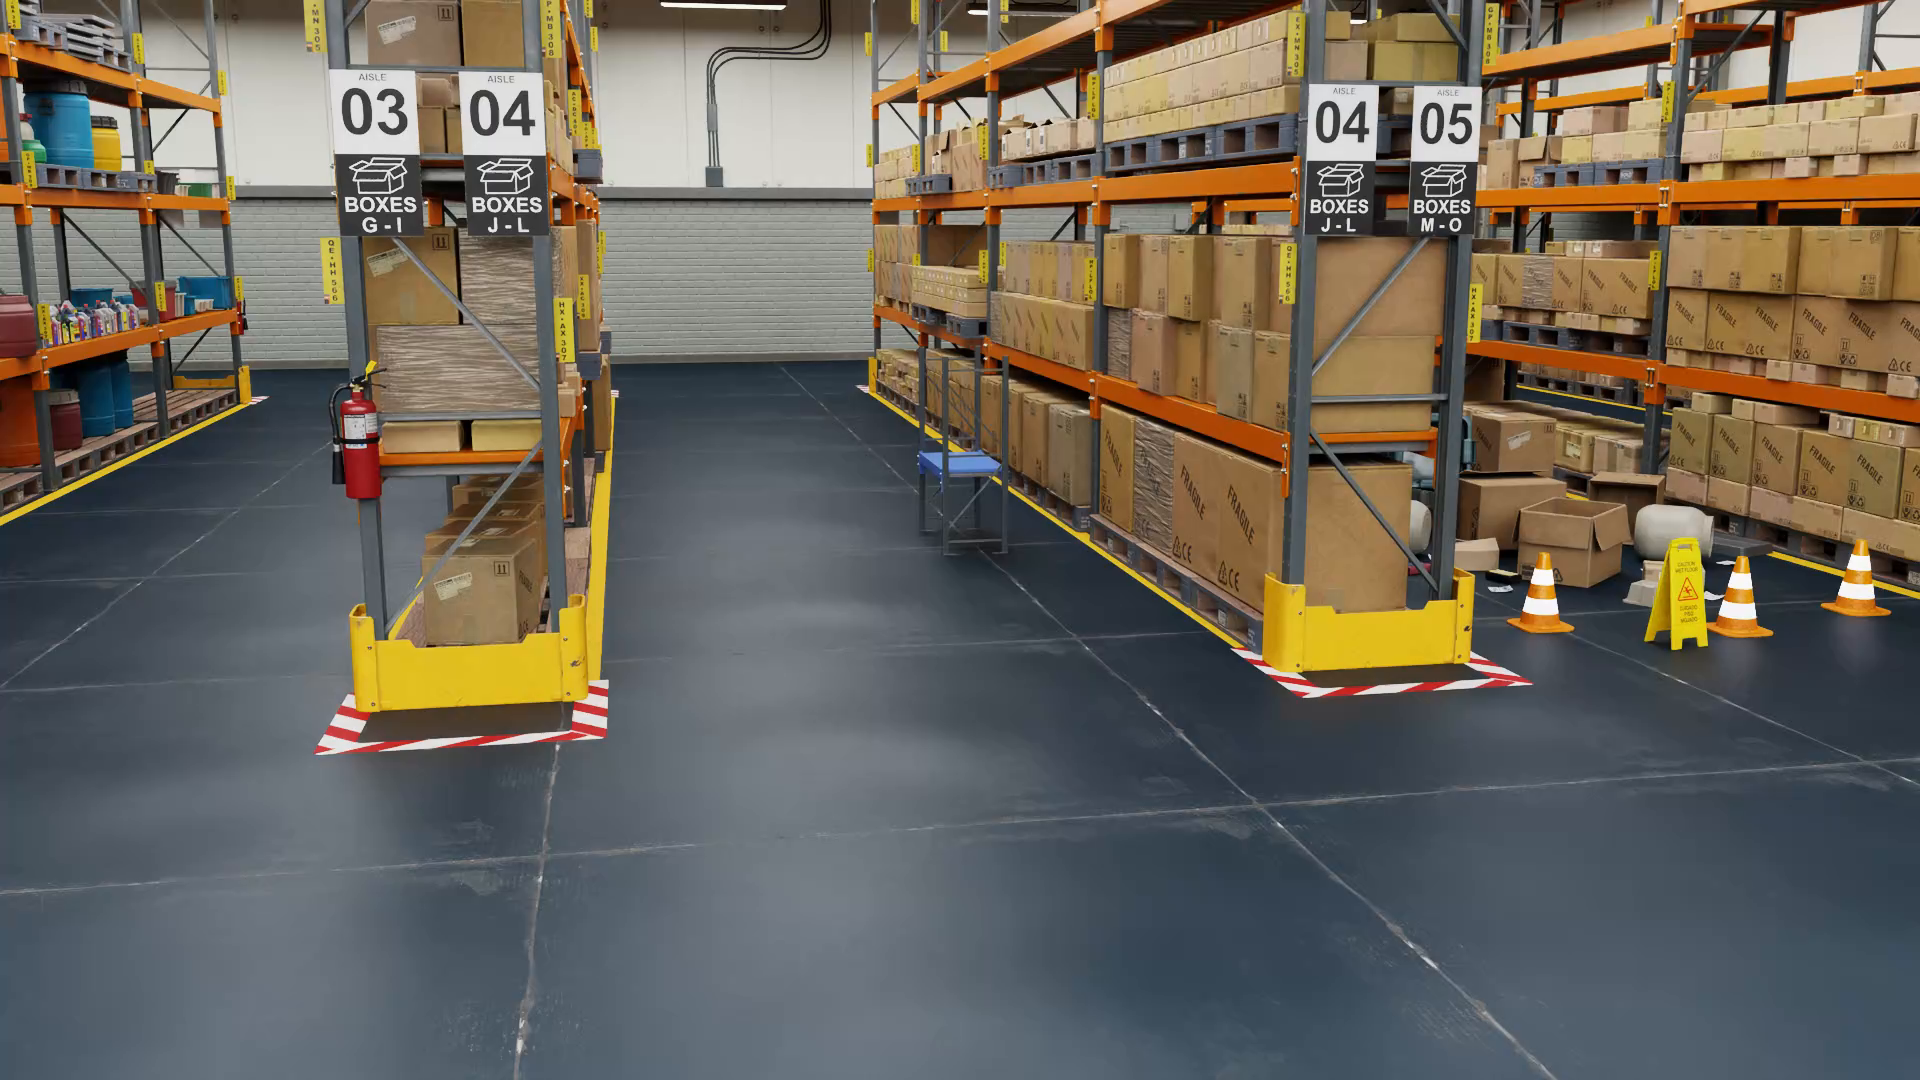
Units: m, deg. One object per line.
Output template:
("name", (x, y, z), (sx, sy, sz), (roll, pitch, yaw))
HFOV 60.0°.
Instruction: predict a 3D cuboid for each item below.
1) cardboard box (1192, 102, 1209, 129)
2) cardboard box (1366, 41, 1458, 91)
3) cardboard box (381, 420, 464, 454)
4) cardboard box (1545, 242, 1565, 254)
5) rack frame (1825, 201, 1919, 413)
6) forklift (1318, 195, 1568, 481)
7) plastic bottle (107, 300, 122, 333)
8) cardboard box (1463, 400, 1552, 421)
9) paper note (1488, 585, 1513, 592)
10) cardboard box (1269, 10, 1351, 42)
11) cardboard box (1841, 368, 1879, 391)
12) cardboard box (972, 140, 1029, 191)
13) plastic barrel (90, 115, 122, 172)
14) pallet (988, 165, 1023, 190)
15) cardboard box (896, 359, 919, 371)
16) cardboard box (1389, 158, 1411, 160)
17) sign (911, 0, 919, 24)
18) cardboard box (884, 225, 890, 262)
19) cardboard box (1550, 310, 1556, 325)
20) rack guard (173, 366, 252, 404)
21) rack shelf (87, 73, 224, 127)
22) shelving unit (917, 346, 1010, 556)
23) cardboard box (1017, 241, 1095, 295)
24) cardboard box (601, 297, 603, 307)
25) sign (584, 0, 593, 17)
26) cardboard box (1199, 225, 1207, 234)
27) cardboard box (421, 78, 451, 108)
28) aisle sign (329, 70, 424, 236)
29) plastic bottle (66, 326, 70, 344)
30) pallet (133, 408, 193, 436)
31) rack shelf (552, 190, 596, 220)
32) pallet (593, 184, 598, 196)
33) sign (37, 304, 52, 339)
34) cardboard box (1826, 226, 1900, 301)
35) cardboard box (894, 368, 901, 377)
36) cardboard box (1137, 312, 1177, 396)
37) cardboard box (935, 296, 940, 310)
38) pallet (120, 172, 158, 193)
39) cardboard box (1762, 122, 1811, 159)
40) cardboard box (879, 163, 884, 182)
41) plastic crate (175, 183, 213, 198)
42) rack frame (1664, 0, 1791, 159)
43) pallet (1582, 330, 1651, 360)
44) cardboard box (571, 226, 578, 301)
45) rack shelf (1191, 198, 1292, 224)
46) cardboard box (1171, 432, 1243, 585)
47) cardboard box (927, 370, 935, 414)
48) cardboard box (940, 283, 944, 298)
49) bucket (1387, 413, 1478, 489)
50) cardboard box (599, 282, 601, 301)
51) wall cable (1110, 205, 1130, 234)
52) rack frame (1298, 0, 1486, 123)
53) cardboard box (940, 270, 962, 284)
("cardboard box", (1.686, -2.674, 10.483), (0.380, 0.149, 0.250), (-2, 11, -11))
("cardboard box", (2.488, -2.686, 9.480), (0.500, 0.250, 0.500), (-2, 11, -11))
("cardboard box", (-2.813, -0.546, 8.717), (0.380, 0.149, 0.250), (-2, 11, -11))
("cardboard box", (9.038, -4.174, 24.704), (0.500, 0.500, 0.500), (-2, 11, -10))
("rack frame", (10.478, -2.634, 19.013), (1.000, 3.000, 0.127), (-2, 11, -11))
("forklift", (4.015, -1.877, 15.219), (3.031, 2.935, 1.130), (8, 13, 36))
("plastic bottle", (-9.212, -2.431, 18.079), (0.144, 0.351, 0.185), (-2, 11, -11))
("cardboard box", (5.710, -1.264, 17.721), (0.950, 0.372, 0.625), (-3, 11, -15))
("paper note", (3.698, 0.331, 11.382), (0.144, 0.017, 0.142), (2, 11, 9))
("cardboard box", (1.931, -2.834, 9.188), (0.380, 0.149, 0.250), (-2, 11, -10))
("cardboard box", (6.566, -1.155, 11.914), (0.380, 0.149, 0.250), (-2, 11, -12))
("cardboard box", (0.414, -3.872, 17.230), (0.500, 0.500, 0.500), (-2, 11, -11))
("plastic barrel", (-9.371, -4.258, 17.897), (0.600, 0.588, 0.600), (0, 11, 0))
("pallet", (0.951, -3.519, 16.144), (1.213, 0.211, 1.003), (-2, 11, -8))
("cardboard box", (-0.654, -2.378, 22.580), (0.380, 0.149, 0.250), (-3, 11, -13))
("cardboard box", (5.231, -4.356, 18.649), (0.700, 0.500, 0.500), (-3, 11, -14))
("sign", (-0.540, -6.416, 20.130), (0.100, 0.325, 0.005), (-2, 11, -11))
("cardboard box", (-0.772, -4.127, 23.122), (0.500, 0.500, 0.500), (-2, 11, -12))
("cardboard box", (5.882, -2.126, 15.893), (0.380, 0.149, 0.250), (-3, 11, -13))
("rack guard", (-10.543, -2.155, 23.184), (1.175, 0.500, 0.348), (-2, 11, -11))
("rack shelf", (-10.136, -5.410, 20.546), (1.077, 0.370, 4.000), (-2, 11, -11))
("shelving unit", (0.017, -0.721, 12.974), (0.538, 1.500, 1.048), (-2, 11, -11))
("cardboard box", (0.951, -2.619, 15.993), (0.700, 0.500, 0.500), (-2, 11, -12))
("cardboard box", (-5.223, -3.335, 23.369), (0.380, 0.149, 0.250), (-2, 11, -10))
("sign", (-4.359, -6.293, 19.481), (0.100, 0.325, 0.005), (-2, 11, -11))
("cardboard box", (3.851, -4.704, 25.211), (0.380, 0.149, 0.250), (-2, 11, -10))
("cardboard box", (-2.851, -2.312, 8.636), (0.380, 0.149, 0.250), (-2, 11, -13))
("aisle sign", (-2.837, -1.880, 8.098), (0.394, 0.787, 0.004), (-2, 11, -11))
("plastic bottle", (-8.848, -2.037, 16.410), (0.097, 0.201, 0.097), (0, 11, 0))
("pallet", (-9.928, -1.409, 20.037), (1.003, 0.211, 1.213), (-2, 11, -11))
("rack shelf", (-4.500, -3.579, 17.881), (1.077, 0.370, 4.000), (-2, 11, -11))
("pallet", (-5.512, -4.854, 22.891), (1.003, 0.211, 1.213), (-2, 11, -11))
("sign", (-8.431, -2.014, 15.318), (0.100, 0.325, 0.005), (-2, 11, -11))
("cardboard box", (6.561, -1.941, 11.633), (0.700, 0.500, 0.500), (-2, 11, -12))
("cardboard box", (-0.711, -2.378, 23.373), (0.380, 0.149, 0.250), (-3, 11, -14))
("cardboard box", (1.754, -1.324, 11.727), (0.875, 0.550, 0.550), (-2, 11, -11))
("cardboard box", (-0.074, -2.696, 18.888), (0.380, 0.149, 0.250), (-3, 11, -14))
("pallet", (-9.499, -3.886, 18.076), (1.213, 0.211, 1.003), (-2, 11, -11))
("cardboard box", (6.399, -2.988, 12.455), (0.500, 0.250, 0.500), (-2, 11, -10))
("cardboard box", (-0.849, -5.181, 23.438), (0.500, 0.250, 0.500), (-2, 11, -12))
("plastic crate", (-10.053, -4.578, 21.773), (0.450, 0.188, 0.336), (-2, 11, -11))
("rack frame", (6.388, -4.666, 13.645), (1.000, 3.000, 0.127), (-2, 11, -11))
("pallet", (6.382, -1.770, 14.989), (1.003, 0.211, 1.213), (-2, 11, -11))
("cardboard box", (-2.877, -1.881, 11.320), (0.500, 0.500, 0.500), (-2, 11, -11))
("rack shelf", (4.443, -4.673, 23.629), (1.077, 0.370, 4.000), (-2, 11, -11))
("cardboard box", (1.960, -0.233, 10.956), (0.875, 0.875, 0.875), (-2, 11, -12))
("cardboard box", (-0.121, -1.821, 20.304), (0.500, 0.500, 0.500), (-2, 11, -9))
("cardboard box", (-0.022, -2.794, 18.606), (0.380, 0.149, 0.250), (-2, 11, -10))
("bucket", (3.840, -0.718, 13.637), (0.726, 0.611, 0.620), (2, 1, 9))
("cardboard box", (-5.010, -3.271, 21.966), (0.500, 0.250, 0.500), (-2, 11, -11))
("wall cable", (2.934, -5.468, 31.101), (0.585, 1.953, 0.123), (-2, 11, -11))
("rack frame", (2.330, -3.734, 8.748), (1.000, 3.000, 0.127), (-2, 11, -11))
("cardboard box", (-0.020, -2.940, 18.577), (0.380, 0.149, 0.250), (-2, 11, -8))
